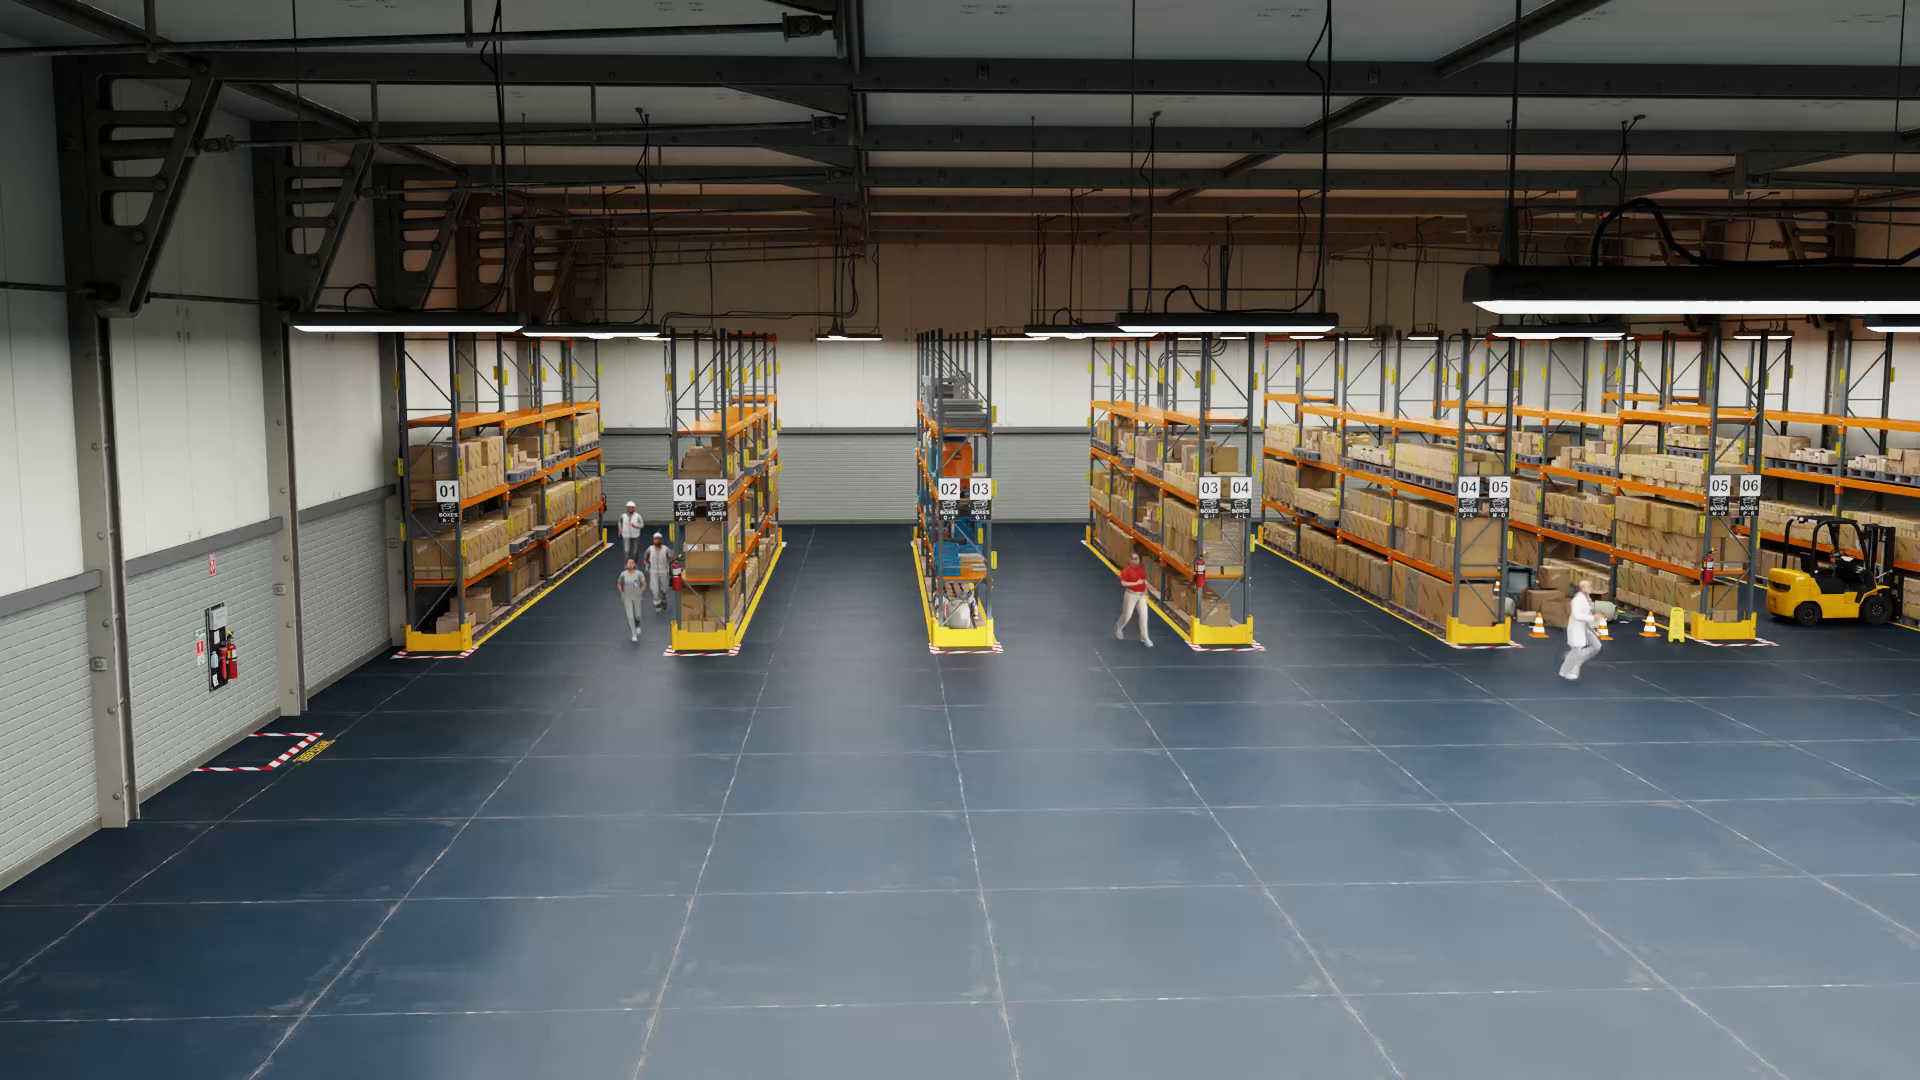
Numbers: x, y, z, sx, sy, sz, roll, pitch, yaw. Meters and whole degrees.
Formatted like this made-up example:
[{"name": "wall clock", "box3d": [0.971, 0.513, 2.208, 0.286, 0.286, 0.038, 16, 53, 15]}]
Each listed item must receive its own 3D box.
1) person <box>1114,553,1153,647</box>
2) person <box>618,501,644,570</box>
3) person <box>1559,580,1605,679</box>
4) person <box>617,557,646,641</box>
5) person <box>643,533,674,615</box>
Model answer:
[{"name": "person", "box3d": [3.339, 1.117, 31.767, 0.662, 1.736, 0.933, -4, 8, -29]}, {"name": "person", "box3d": [-8.204, -0.070, 41.478, 0.645, 1.783, 0.906, -1, 7, -8]}, {"name": "person", "box3d": [10.563, 1.531, 28.217, 0.794, 1.726, 0.759, 6, 9, 44]}, {"name": "person", "box3d": [-6.337, 1.133, 32.130, 0.548, 1.624, 0.558, -1, 7, -9]}, {"name": "person", "box3d": [-6.376, 0.718, 35.167, 0.651, 1.738, 0.613, -1, 7, -8]}]
